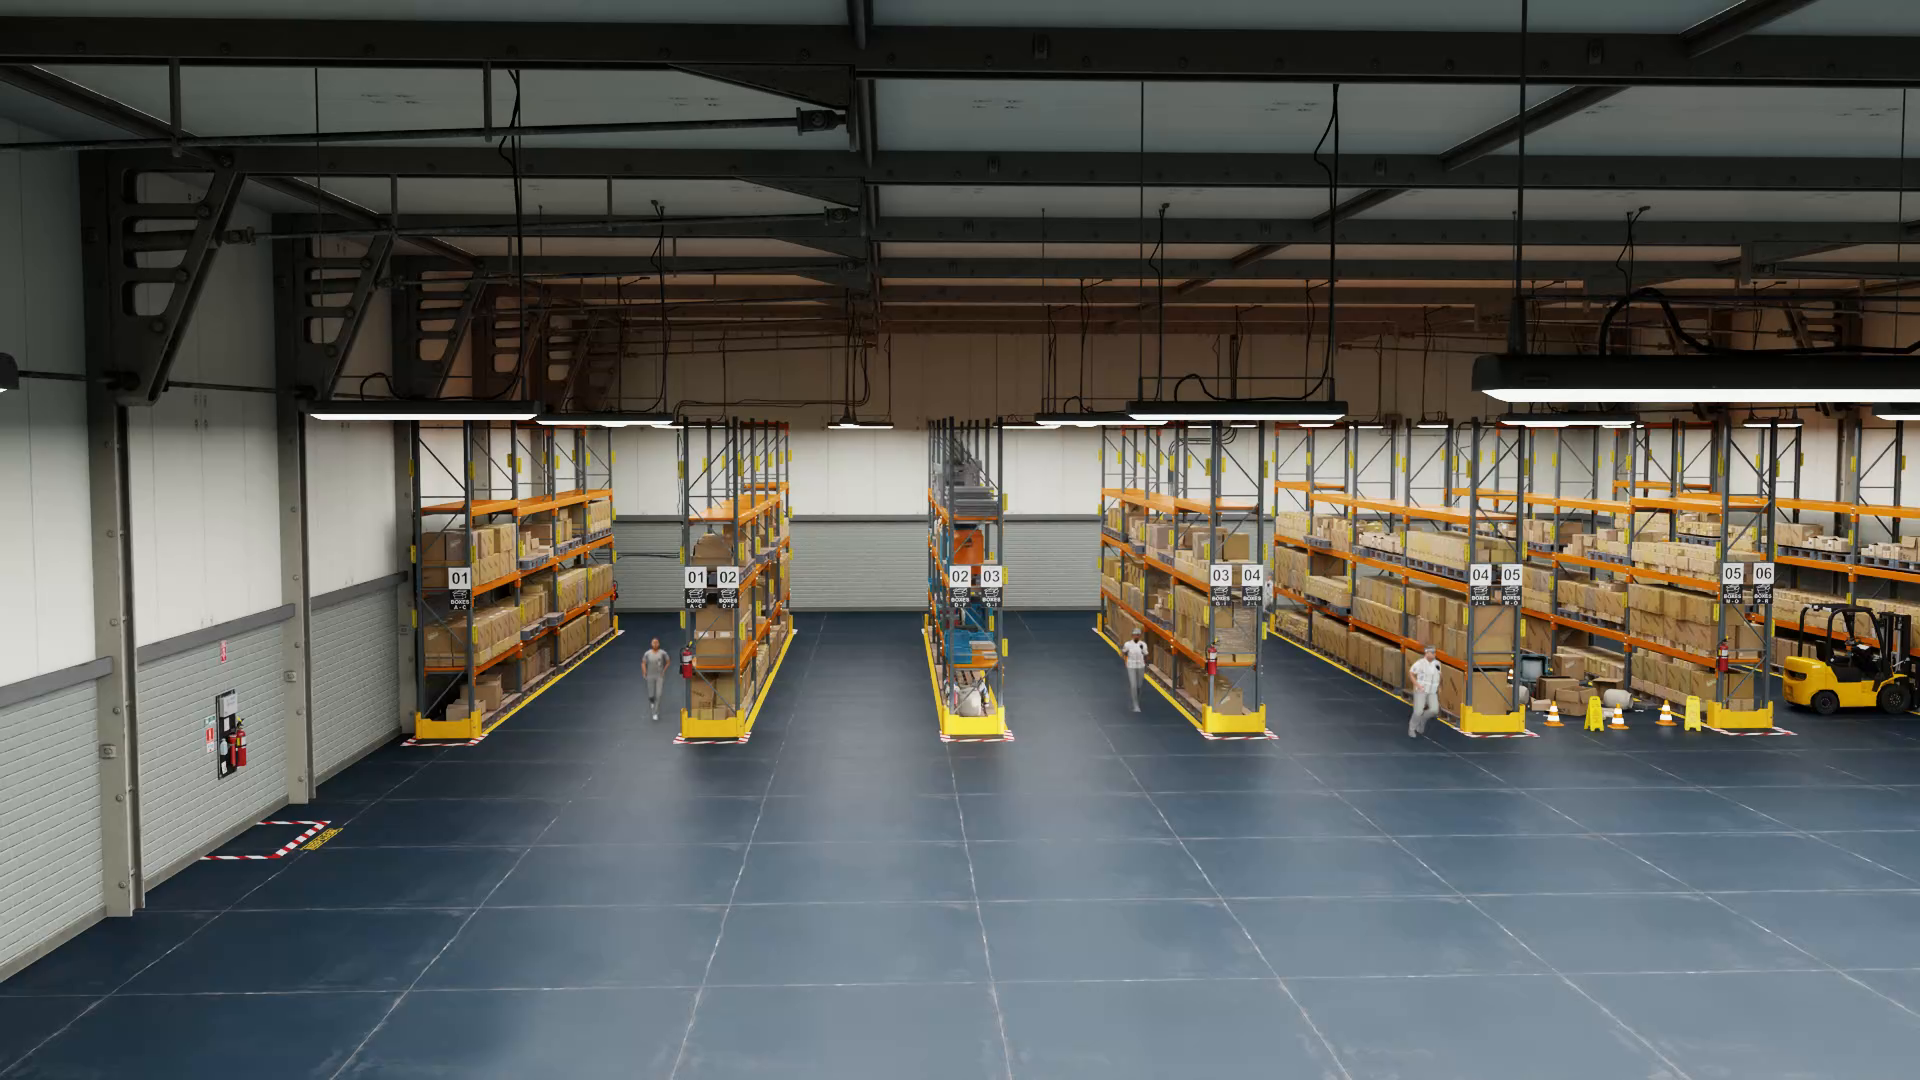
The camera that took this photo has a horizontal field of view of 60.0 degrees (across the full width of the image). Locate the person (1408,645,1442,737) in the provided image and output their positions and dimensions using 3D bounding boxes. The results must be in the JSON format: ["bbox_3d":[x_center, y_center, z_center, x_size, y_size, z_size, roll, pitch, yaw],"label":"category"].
[{"bbox_3d":[8.789,2.834,31.232,0.719,1.731,0.549,-1,4,-12],"label":"person"}]

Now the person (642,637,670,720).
[{"bbox_3d":[-6.083,2.770,33.274,0.565,1.589,0.605,-1,4,-8],"label":"person"}]

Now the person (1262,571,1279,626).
[{"bbox_3d":[9.022,1.732,48.746,0.505,1.640,0.675,-1,4,-15],"label":"person"}]

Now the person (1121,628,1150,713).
[{"bbox_3d":[3.621,2.654,34.278,0.579,1.703,0.856,0,4,-3],"label":"person"}]
